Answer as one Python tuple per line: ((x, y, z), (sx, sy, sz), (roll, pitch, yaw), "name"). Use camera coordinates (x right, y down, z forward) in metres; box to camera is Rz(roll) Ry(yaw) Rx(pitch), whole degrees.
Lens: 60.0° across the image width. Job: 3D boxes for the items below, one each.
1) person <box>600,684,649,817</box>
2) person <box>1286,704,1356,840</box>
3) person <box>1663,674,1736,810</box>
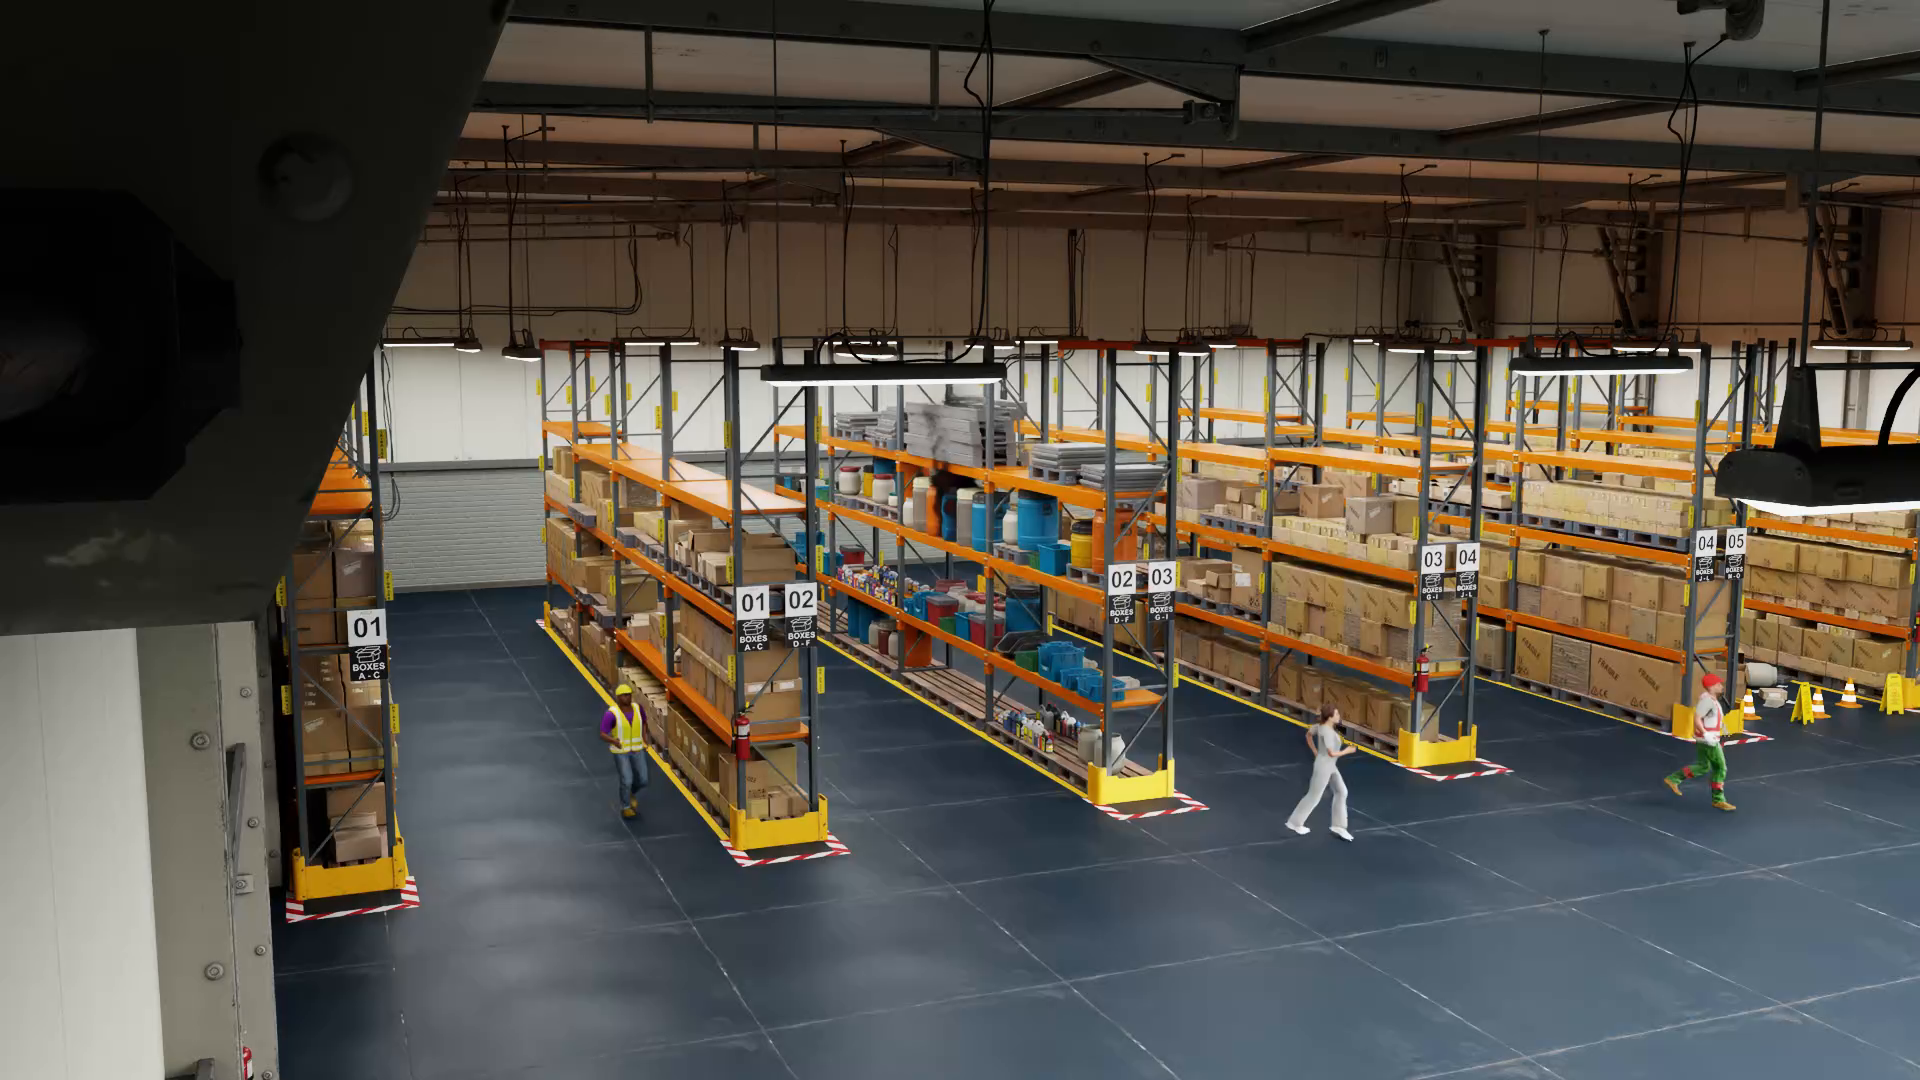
((-4.251, 2.706, 21.345), (0.692, 1.719, 0.589), (-5, 9, -34), "person")
((4.439, 2.851, 20.431), (0.827, 1.709, 0.495), (2, 8, 13), "person")
((9.754, 2.629, 21.835), (0.892, 1.786, 0.668), (2, 8, 18), "person")
